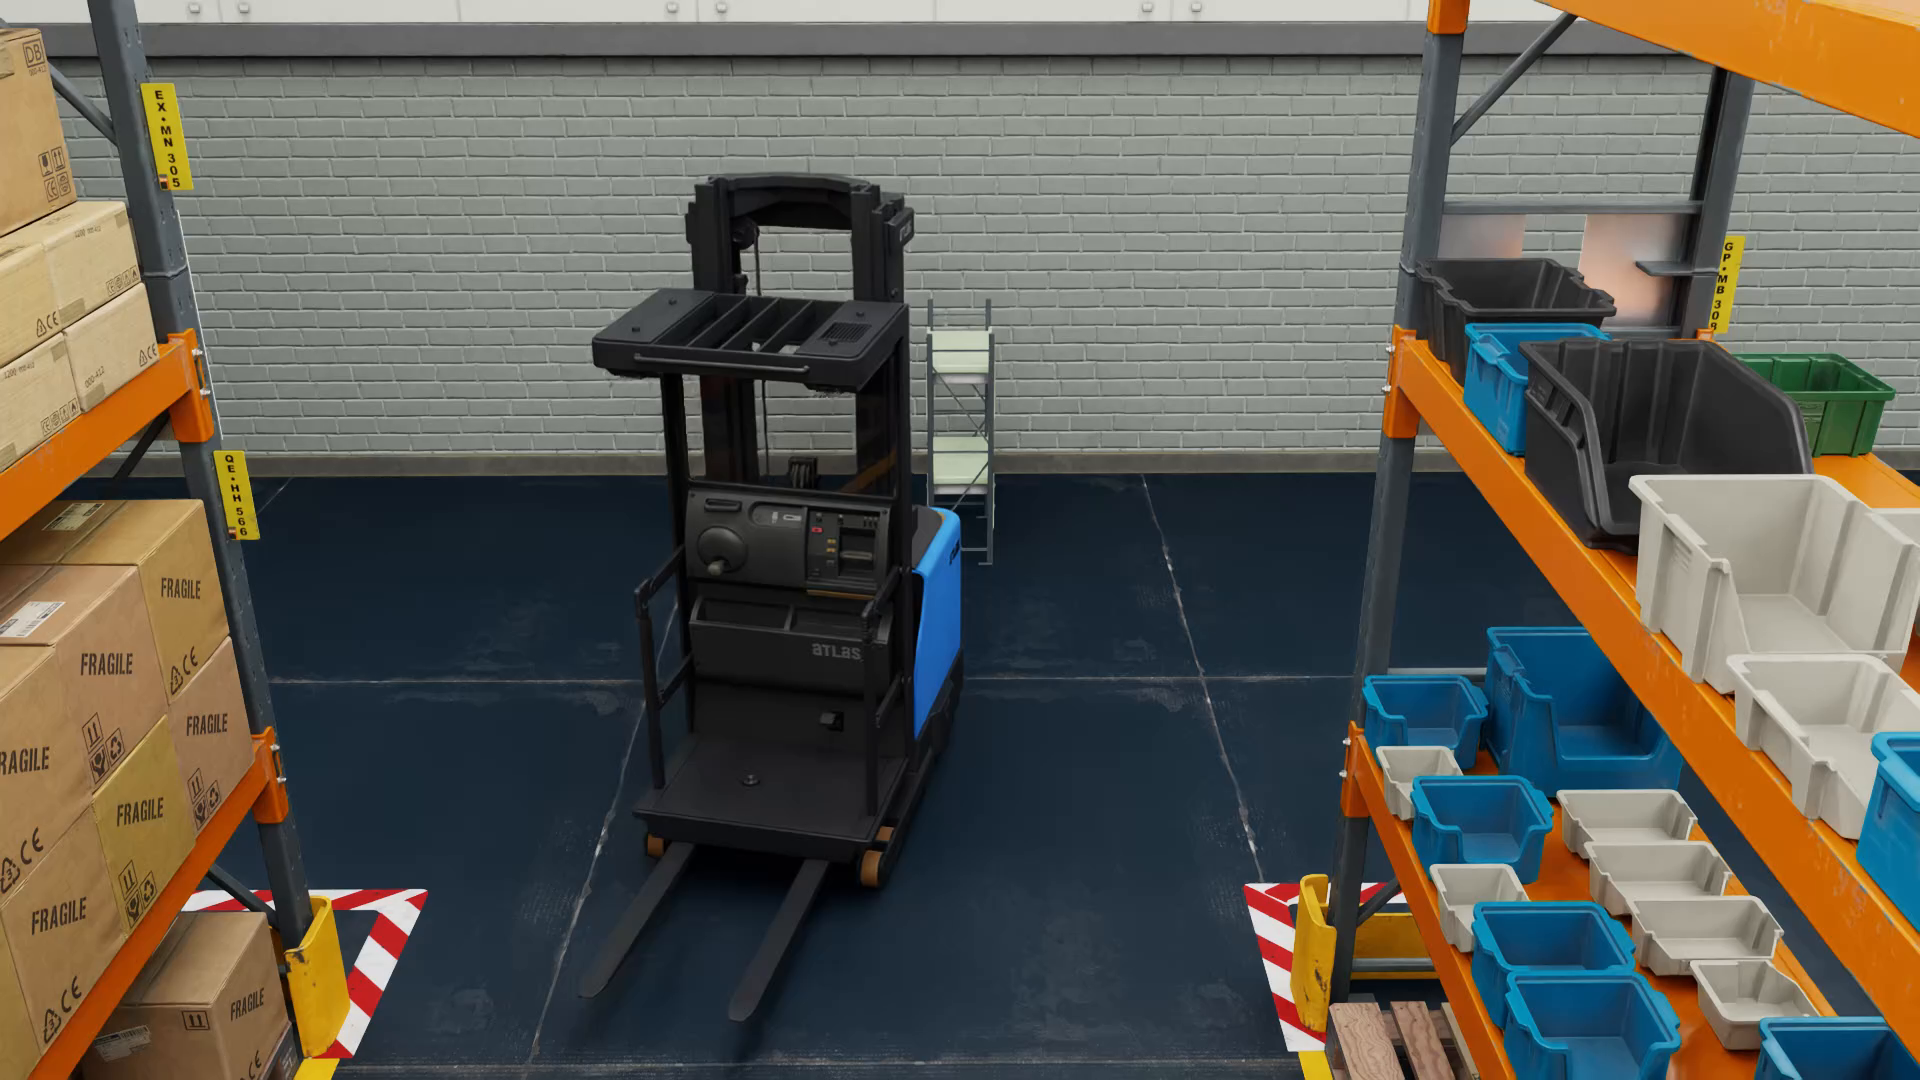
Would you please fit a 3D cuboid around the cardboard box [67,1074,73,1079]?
[{"bbox_3d":[-3.286,1.999,5.493,0.500,0.250,0.500,0,24,-1],"label":"cardboard box"}]

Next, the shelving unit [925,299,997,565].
[{"bbox_3d":[0.000,-0.681,10.435,0.431,1.500,0.755,0,24,-1],"label":"shelving unit"}]

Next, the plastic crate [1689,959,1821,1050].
[{"bbox_3d":[2.167,1.279,4.530,0.298,0.136,0.250,0,24,-1],"label":"plastic crate"}]

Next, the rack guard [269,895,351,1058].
[{"bbox_3d":[-3.013,1.685,6.417,1.175,0.500,0.348,0,24,-1],"label":"rack guard"}]

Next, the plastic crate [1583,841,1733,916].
[{"bbox_3d":[2.118,1.042,5.053,0.396,0.136,0.243,0,24,-1],"label":"plastic crate"}]

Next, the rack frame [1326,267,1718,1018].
[{"bbox_3d":[1.939,0.494,6.017,1.000,3.000,0.127,0,24,-1],"label":"rack frame"}]

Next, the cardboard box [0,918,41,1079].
[{"bbox_3d":[-2.722,1.280,4.159,0.500,0.500,0.500,-1,24,-1],"label":"cardboard box"}]

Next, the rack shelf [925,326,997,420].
[{"bbox_3d":[0.000,-1.036,10.274,0.431,0.370,0.720,0,24,-1],"label":"rack shelf"}]

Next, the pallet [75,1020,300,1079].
[{"bbox_3d":[-3.003,2.146,5.750,1.003,0.211,1.213,0,24,-1],"label":"pallet"}]

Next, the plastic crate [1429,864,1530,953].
[{"bbox_3d":[1.541,1.103,4.919,0.250,0.136,0.298,0,24,-1],"label":"plastic crate"}]

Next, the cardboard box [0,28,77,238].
[{"bbox_3d":[-2.992,-1.141,4.658,0.700,0.500,0.500,0,24,-1],"label":"cardboard box"}]

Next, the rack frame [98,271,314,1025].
[{"bbox_3d":[-3.014,0.515,5.971,1.000,3.000,0.127,0,24,-1],"label":"rack frame"}]

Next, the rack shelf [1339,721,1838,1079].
[{"bbox_3d":[1.961,1.646,4.343,1.077,0.370,4.000,0,24,-1],"label":"rack shelf"}]

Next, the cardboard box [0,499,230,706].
[{"bbox_3d":[-2.734,0.196,5.341,0.500,0.500,0.500,0,24,-1],"label":"cardboard box"}]

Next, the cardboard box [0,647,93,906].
[{"bbox_3d":[-2.717,0.618,4.409,0.500,0.500,0.500,0,24,1],"label":"cardboard box"}]

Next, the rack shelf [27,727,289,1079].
[{"bbox_3d":[-2.992,1.667,4.297,1.077,0.370,4.000,0,24,-1],"label":"rack shelf"}]

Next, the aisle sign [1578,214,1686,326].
[{"bbox_3d":[2.231,-0.721,5.549,0.394,0.787,0.004,0,24,-1],"label":"aisle sign"}]

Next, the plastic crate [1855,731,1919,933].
[{"bbox_3d":[1.654,0.479,2.615,0.416,0.233,0.300,0,24,-1],"label":"plastic crate"}]

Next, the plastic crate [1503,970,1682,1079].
[{"bbox_3d":[1.630,1.313,4.338,0.416,0.233,0.300,0,24,-1],"label":"plastic crate"}]

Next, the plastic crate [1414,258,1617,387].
[{"bbox_3d":[1.665,-0.653,5.072,0.497,0.269,0.590,0,24,-1],"label":"plastic crate"}]

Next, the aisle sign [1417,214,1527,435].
[{"bbox_3d":[1.641,-0.718,5.544,0.394,0.787,0.004,0,24,-1],"label":"aisle sign"}]

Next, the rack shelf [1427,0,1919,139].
[{"bbox_3d":[1.961,-0.905,3.189,1.077,0.370,4.000,0,24,-1],"label":"rack shelf"}]

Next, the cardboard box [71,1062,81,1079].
[{"bbox_3d":[-3.350,1.883,5.851,0.380,0.166,0.250,0,24,-1],"label":"cardboard box"}]

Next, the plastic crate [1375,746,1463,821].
[{"bbox_3d":[1.533,0.823,5.537,0.250,0.136,0.298,0,24,-1],"label":"plastic crate"}]

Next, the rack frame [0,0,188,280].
[{"bbox_3d":[-3.014,-2.218,4.735,1.000,3.000,0.127,0,24,-1],"label":"rack frame"}]

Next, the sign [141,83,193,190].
[{"bbox_3d":[-2.459,-1.249,5.158,0.100,0.325,0.005,0,24,-1],"label":"sign"}]

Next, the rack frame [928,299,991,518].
[{"bbox_3d":[-0.004,-0.831,10.768,0.400,1.500,0.023,0,24,-1],"label":"rack frame"}]

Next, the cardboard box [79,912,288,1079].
[{"bbox_3d":[-2.762,1.677,5.902,0.500,0.500,0.500,0,24,-1],"label":"cardboard box"}]

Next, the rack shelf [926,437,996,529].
[{"bbox_3d":[0.000,-0.384,10.569,0.431,0.370,0.720,0,24,-1],"label":"rack shelf"}]

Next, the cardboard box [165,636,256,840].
[{"bbox_3d":[-2.737,0.653,5.545,0.500,0.500,0.500,0,24,1],"label":"cardboard box"}]

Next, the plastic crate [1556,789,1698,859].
[{"bbox_3d":[2.129,0.922,5.318,0.396,0.136,0.243,0,24,-1],"label":"plastic crate"}]

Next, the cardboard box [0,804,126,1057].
[{"bbox_3d":[-2.728,1.072,4.618,0.500,0.500,0.500,0,24,0],"label":"cardboard box"}]

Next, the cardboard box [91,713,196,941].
[{"bbox_3d":[-2.728,0.867,5.072,0.500,0.500,0.500,0,24,0],"label":"cardboard box"}]

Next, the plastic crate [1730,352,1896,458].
[{"bbox_3d":[2.236,-0.371,4.546,0.450,0.188,0.336,0,24,-1],"label":"plastic crate"}]

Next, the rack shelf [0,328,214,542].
[{"bbox_3d":[-2.992,0.300,3.679,1.077,0.370,4.000,0,24,-1],"label":"rack shelf"}]

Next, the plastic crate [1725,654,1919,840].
[{"bbox_3d":[1.588,0.374,2.964,0.293,0.136,0.466,0,24,-1],"label":"plastic crate"}]

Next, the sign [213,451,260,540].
[{"bbox_3d":[-2.459,-0.151,5.654,0.100,0.325,0.005,0,24,-1],"label":"sign"}]

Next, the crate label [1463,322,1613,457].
[{"bbox_3d":[1.626,-0.423,4.585,0.408,0.251,0.502,0,24,-1],"label":"crate label"}]

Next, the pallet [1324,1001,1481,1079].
[{"bbox_3d":[1.909,2.105,5.840,1.003,0.211,1.213,0,24,-1],"label":"pallet"}]

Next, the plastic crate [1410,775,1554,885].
[{"bbox_3d":[1.620,0.918,5.211,0.416,0.233,0.300,0,24,-1],"label":"plastic crate"}]

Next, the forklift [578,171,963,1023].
[{"bbox_3d":[-0.806,0.032,7.123,1.130,2.935,3.031,5,25,11],"label":"forklift"}]

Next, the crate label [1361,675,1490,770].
[{"bbox_3d":[1.613,0.647,5.811,0.416,0.233,0.303,0,24,-1],"label":"crate label"}]

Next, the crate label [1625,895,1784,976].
[{"bbox_3d":[2.145,1.157,4.800,0.396,0.136,0.243,0,24,-1],"label":"crate label"}]

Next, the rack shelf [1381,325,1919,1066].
[{"bbox_3d":[1.961,0.280,3.725,1.077,0.370,4.000,0,24,-1],"label":"rack shelf"}]

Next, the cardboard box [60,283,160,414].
[{"bbox_3d":[-2.745,-0.573,4.918,0.500,0.250,0.500,0,24,-1],"label":"cardboard box"}]

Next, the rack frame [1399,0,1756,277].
[{"bbox_3d":[1.939,-2.239,4.780,1.000,3.000,0.127,0,24,-1],"label":"rack frame"}]

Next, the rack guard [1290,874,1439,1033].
[{"bbox_3d":[1.926,1.624,6.554,1.175,0.500,0.348,0,24,-1],"label":"rack guard"}]

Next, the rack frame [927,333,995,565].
[{"bbox_3d":[0.004,-0.530,10.101,0.400,1.500,0.023,0,24,-1],"label":"rack frame"}]

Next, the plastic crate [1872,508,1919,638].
[{"bbox_3d":[2.210,0.098,3.573,0.437,0.136,0.530,0,24,-1],"label":"plastic crate"}]

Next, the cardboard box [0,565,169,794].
[{"bbox_3d":[-2.728,0.404,4.881,0.500,0.500,0.500,0,24,1],"label":"cardboard box"}]

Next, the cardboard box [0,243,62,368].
[{"bbox_3d":[-2.748,-0.594,4.360,0.500,0.250,0.500,0,24,-1],"label":"cardboard box"}]

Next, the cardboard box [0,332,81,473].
[{"bbox_3d":[-2.750,-0.367,4.463,0.500,0.250,0.500,0,24,-1],"label":"cardboard box"}]

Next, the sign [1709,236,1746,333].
[{"bbox_3d":[2.489,-0.834,5.440,0.100,0.325,0.005,0,24,-1],"label":"sign"}]

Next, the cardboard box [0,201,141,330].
[{"bbox_3d":[-2.753,-0.800,4.815,0.500,0.250,0.500,0,24,-1],"label":"cardboard box"}]

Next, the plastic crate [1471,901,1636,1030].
[{"bbox_3d":[1.627,1.189,4.611,0.416,0.233,0.300,0,24,-1],"label":"plastic crate"}]

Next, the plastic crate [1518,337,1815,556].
[{"bbox_3d":[1.681,-0.213,4.017,0.504,0.338,0.767,0,24,-1],"label":"plastic crate"}]

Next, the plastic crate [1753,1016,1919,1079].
[{"bbox_3d":[2.218,1.388,4.170,0.416,0.233,0.300,0,24,-1],"label":"plastic crate"}]

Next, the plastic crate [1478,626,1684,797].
[{"bbox_3d":[2.130,0.588,5.694,0.616,0.435,0.499,0,24,-1],"label":"plastic crate"}]

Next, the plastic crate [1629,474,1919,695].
[{"bbox_3d":[1.655,0.096,3.401,0.437,0.282,0.530,0,24,-1],"label":"plastic crate"}]

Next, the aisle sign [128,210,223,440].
[{"bbox_3d":[-2.708,-0.699,5.500,0.394,0.787,0.004,0,24,-1],"label":"aisle sign"}]
